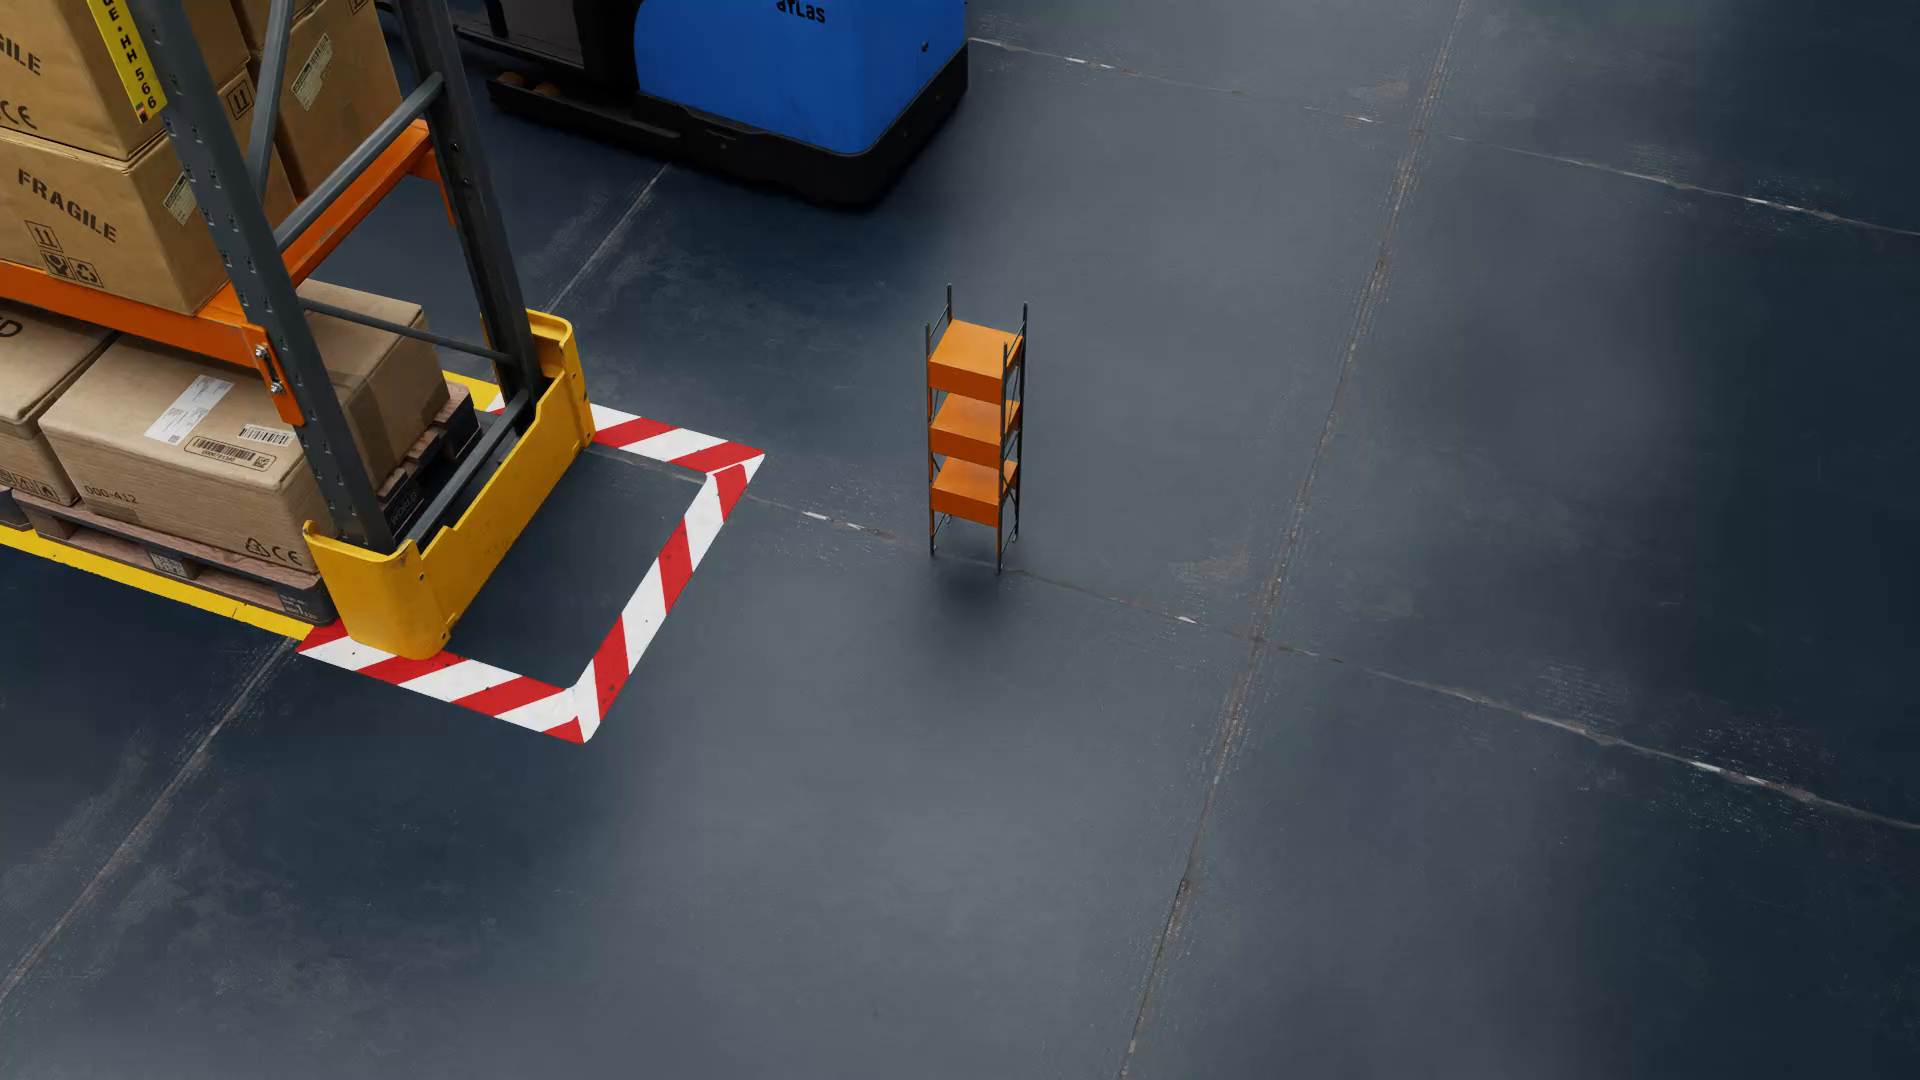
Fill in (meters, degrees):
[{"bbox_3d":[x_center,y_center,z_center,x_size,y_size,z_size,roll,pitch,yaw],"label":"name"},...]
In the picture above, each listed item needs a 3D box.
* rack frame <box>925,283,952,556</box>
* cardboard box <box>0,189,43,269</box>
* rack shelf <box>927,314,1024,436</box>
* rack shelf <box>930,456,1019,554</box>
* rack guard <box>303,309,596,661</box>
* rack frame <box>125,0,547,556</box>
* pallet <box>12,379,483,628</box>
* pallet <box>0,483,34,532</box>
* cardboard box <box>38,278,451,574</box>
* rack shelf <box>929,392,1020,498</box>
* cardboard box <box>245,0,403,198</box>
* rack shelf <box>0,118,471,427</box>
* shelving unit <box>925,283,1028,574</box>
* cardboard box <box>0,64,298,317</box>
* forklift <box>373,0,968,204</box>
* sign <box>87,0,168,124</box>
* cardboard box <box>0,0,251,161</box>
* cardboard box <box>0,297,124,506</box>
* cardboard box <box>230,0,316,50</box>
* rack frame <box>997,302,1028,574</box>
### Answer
[{"bbox_3d":[-0.064,-0.362,5.369,0.008,1.050,0.200,16,51,13],"label":"rack frame"},{"bbox_3d":[-2.711,-1.155,4.700,0.500,0.500,0.500,15,51,12],"label":"cardboard box"},{"bbox_3d":[0.050,-0.509,5.135,0.240,0.259,0.215,16,51,13],"label":"rack shelf"},{"bbox_3d":[0.050,-0.141,5.559,0.240,0.259,0.215,16,51,13],"label":"rack shelf"},{"bbox_3d":[-1.679,-0.216,5.606,0.348,0.500,1.175,16,51,13],"label":"rack guard"},{"bbox_3d":[-1.701,-1.041,4.667,0.127,3.000,1.000,16,51,13],"label":"rack frame"},{"bbox_3d":[-2.478,-0.282,5.854,1.213,0.211,1.003,16,51,13],"label":"pallet"},{"bbox_3d":[-3.619,-0.602,6.132,1.213,0.211,1.003,16,51,13],"label":"pallet"},{"bbox_3d":[-2.355,-0.441,5.565,0.875,0.438,0.875,14,51,12],"label":"cardboard box"},{"bbox_3d":[0.050,-0.323,5.349,0.240,0.259,0.215,16,51,13],"label":"rack shelf"},{"bbox_3d":[-2.052,-1.403,4.915,0.500,0.500,0.500,15,51,13],"label":"cardboard box"},{"bbox_3d":[-3.577,-1.329,5.393,4.000,0.370,1.077,16,51,13],"label":"rack shelf"},{"bbox_3d":[0.050,-0.330,5.341,0.252,1.050,0.215,16,51,13],"label":"shelving unit"},{"bbox_3d":[-2.245,-1.012,4.576,0.500,0.500,0.500,16,51,13],"label":"cardboard box"},{"bbox_3d":[-1.515,-3.138,6.530,3.031,2.935,1.130,21,52,17],"label":"forklift"},{"bbox_3d":[-1.902,-1.117,3.810,0.005,0.325,0.100,16,51,13],"label":"sign"},{"bbox_3d":[-2.236,-1.359,4.215,0.500,0.500,0.500,17,51,14],"label":"cardboard box"},{"bbox_3d":[-3.216,-0.675,5.768,0.875,0.438,0.875,17,51,14],"label":"cardboard box"},{"bbox_3d":[-2.053,-1.729,4.536,0.500,0.500,0.500,15,51,12],"label":"cardboard box"},{"bbox_3d":[0.165,-0.298,5.313,0.008,1.050,0.200,16,51,13],"label":"rack frame"}]
